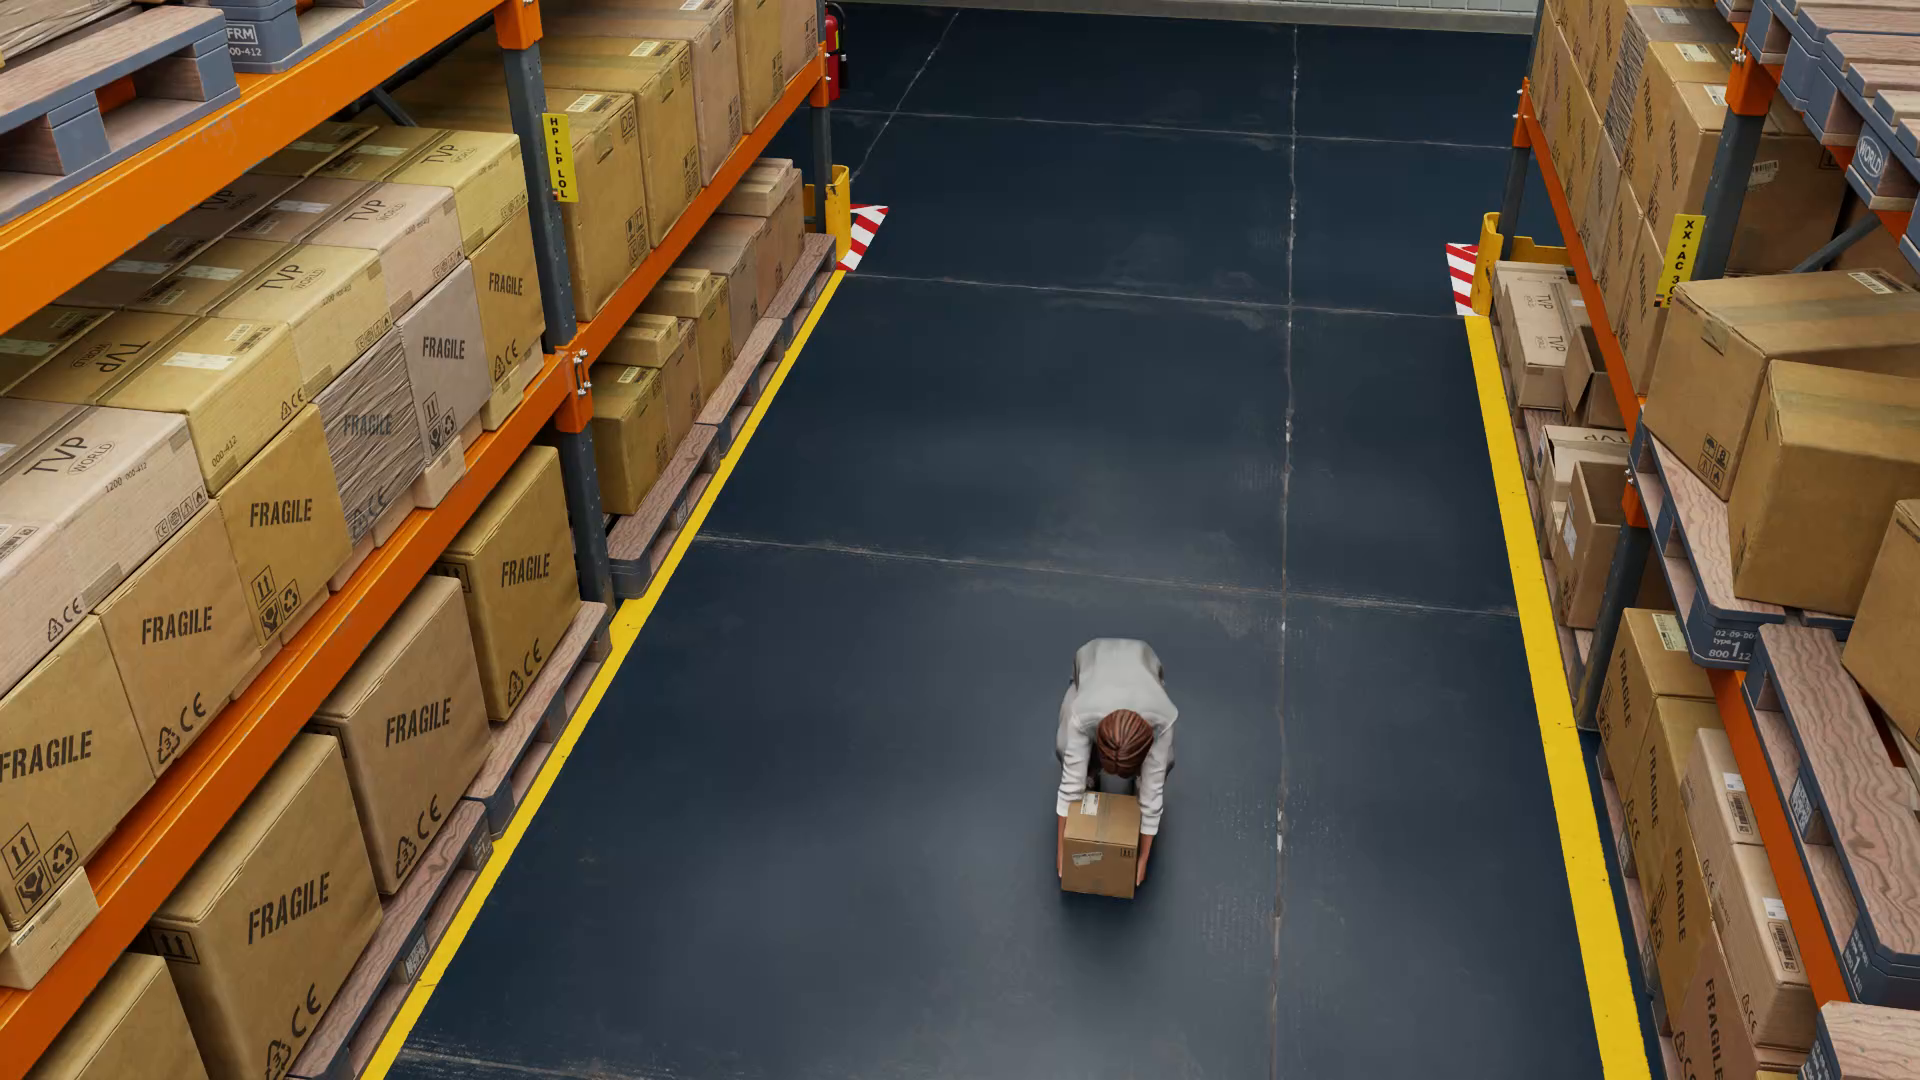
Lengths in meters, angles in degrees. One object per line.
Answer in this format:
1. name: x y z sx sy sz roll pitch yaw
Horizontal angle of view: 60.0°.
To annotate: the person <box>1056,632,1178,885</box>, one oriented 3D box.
1. person: 0.552 0.716 5.898 0.420 0.720 0.853 5 33 7
